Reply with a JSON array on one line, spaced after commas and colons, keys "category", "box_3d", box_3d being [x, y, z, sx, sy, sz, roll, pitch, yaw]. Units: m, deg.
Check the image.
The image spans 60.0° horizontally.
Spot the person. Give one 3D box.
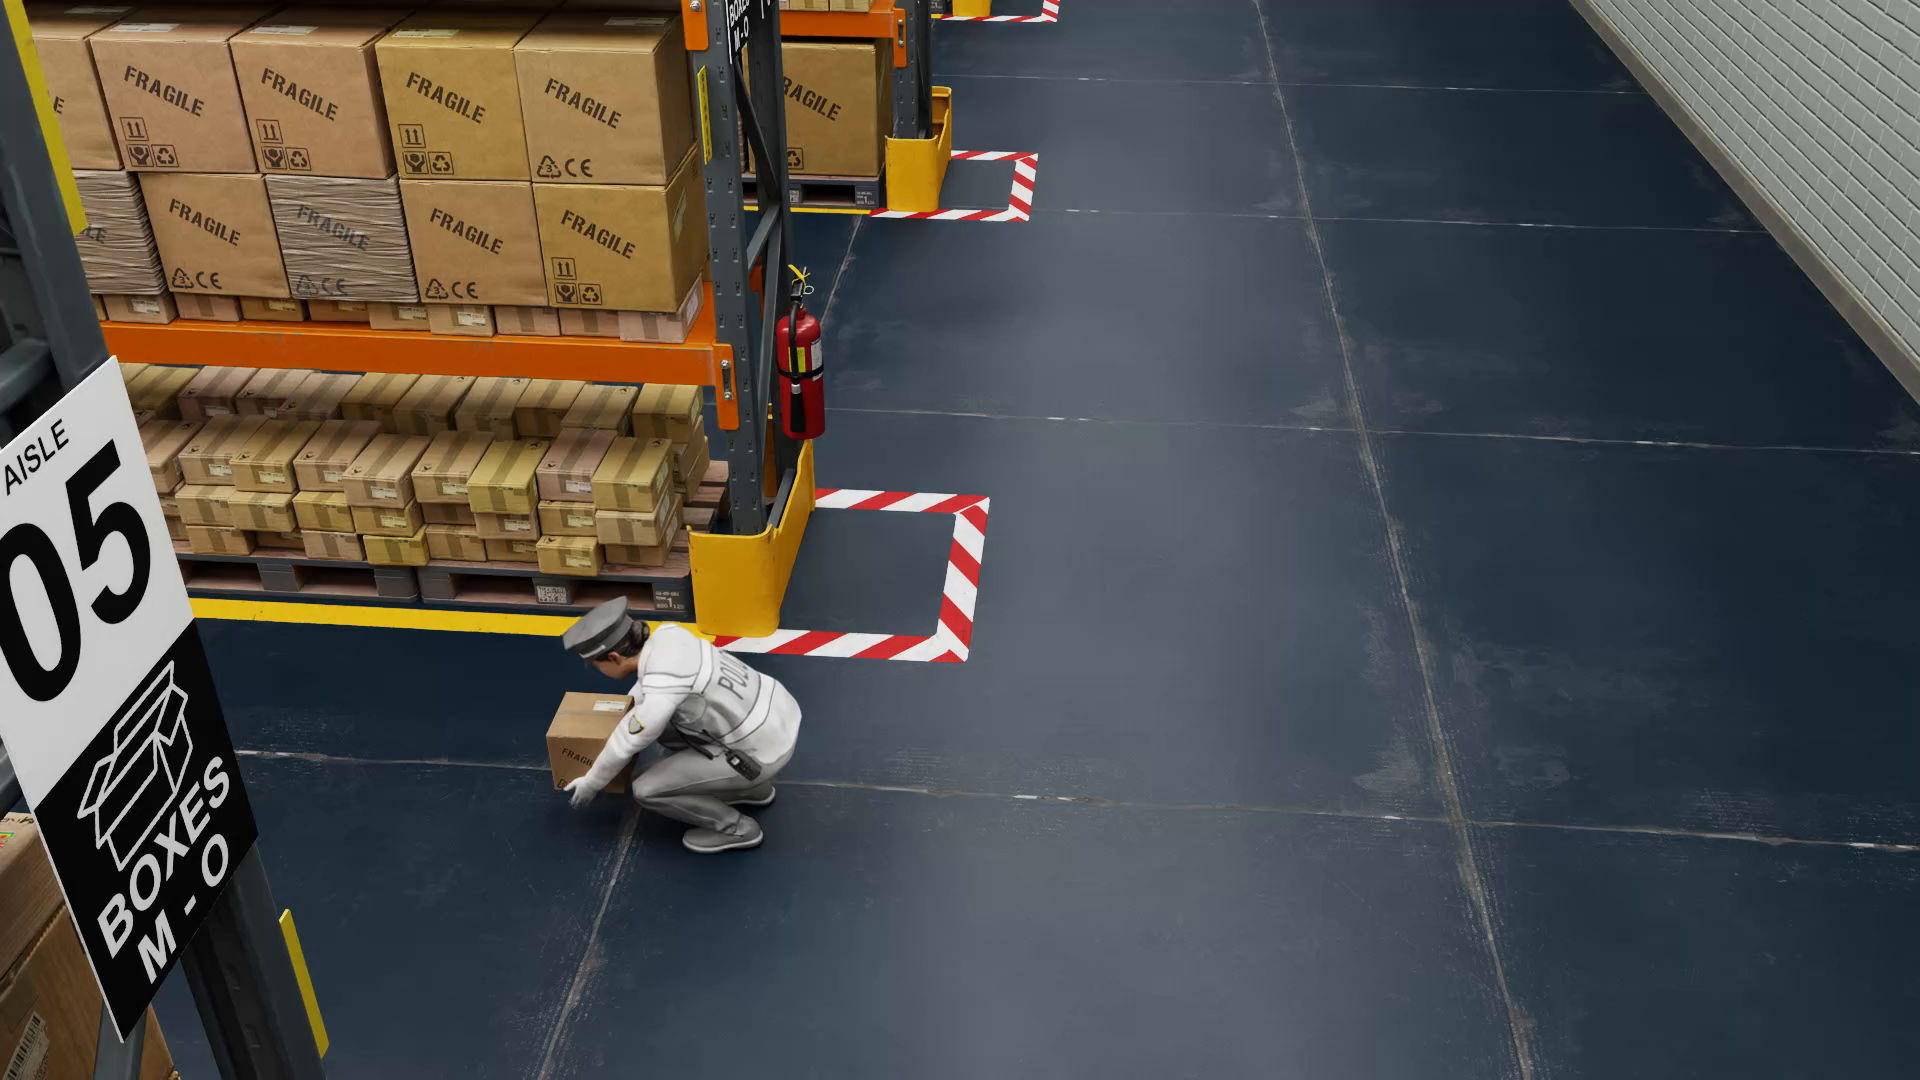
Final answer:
[{"category": "person", "box_3d": [-0.979, 0.612, 5.834, 0.827, 0.967, 0.497, 2, 32, 4]}]
